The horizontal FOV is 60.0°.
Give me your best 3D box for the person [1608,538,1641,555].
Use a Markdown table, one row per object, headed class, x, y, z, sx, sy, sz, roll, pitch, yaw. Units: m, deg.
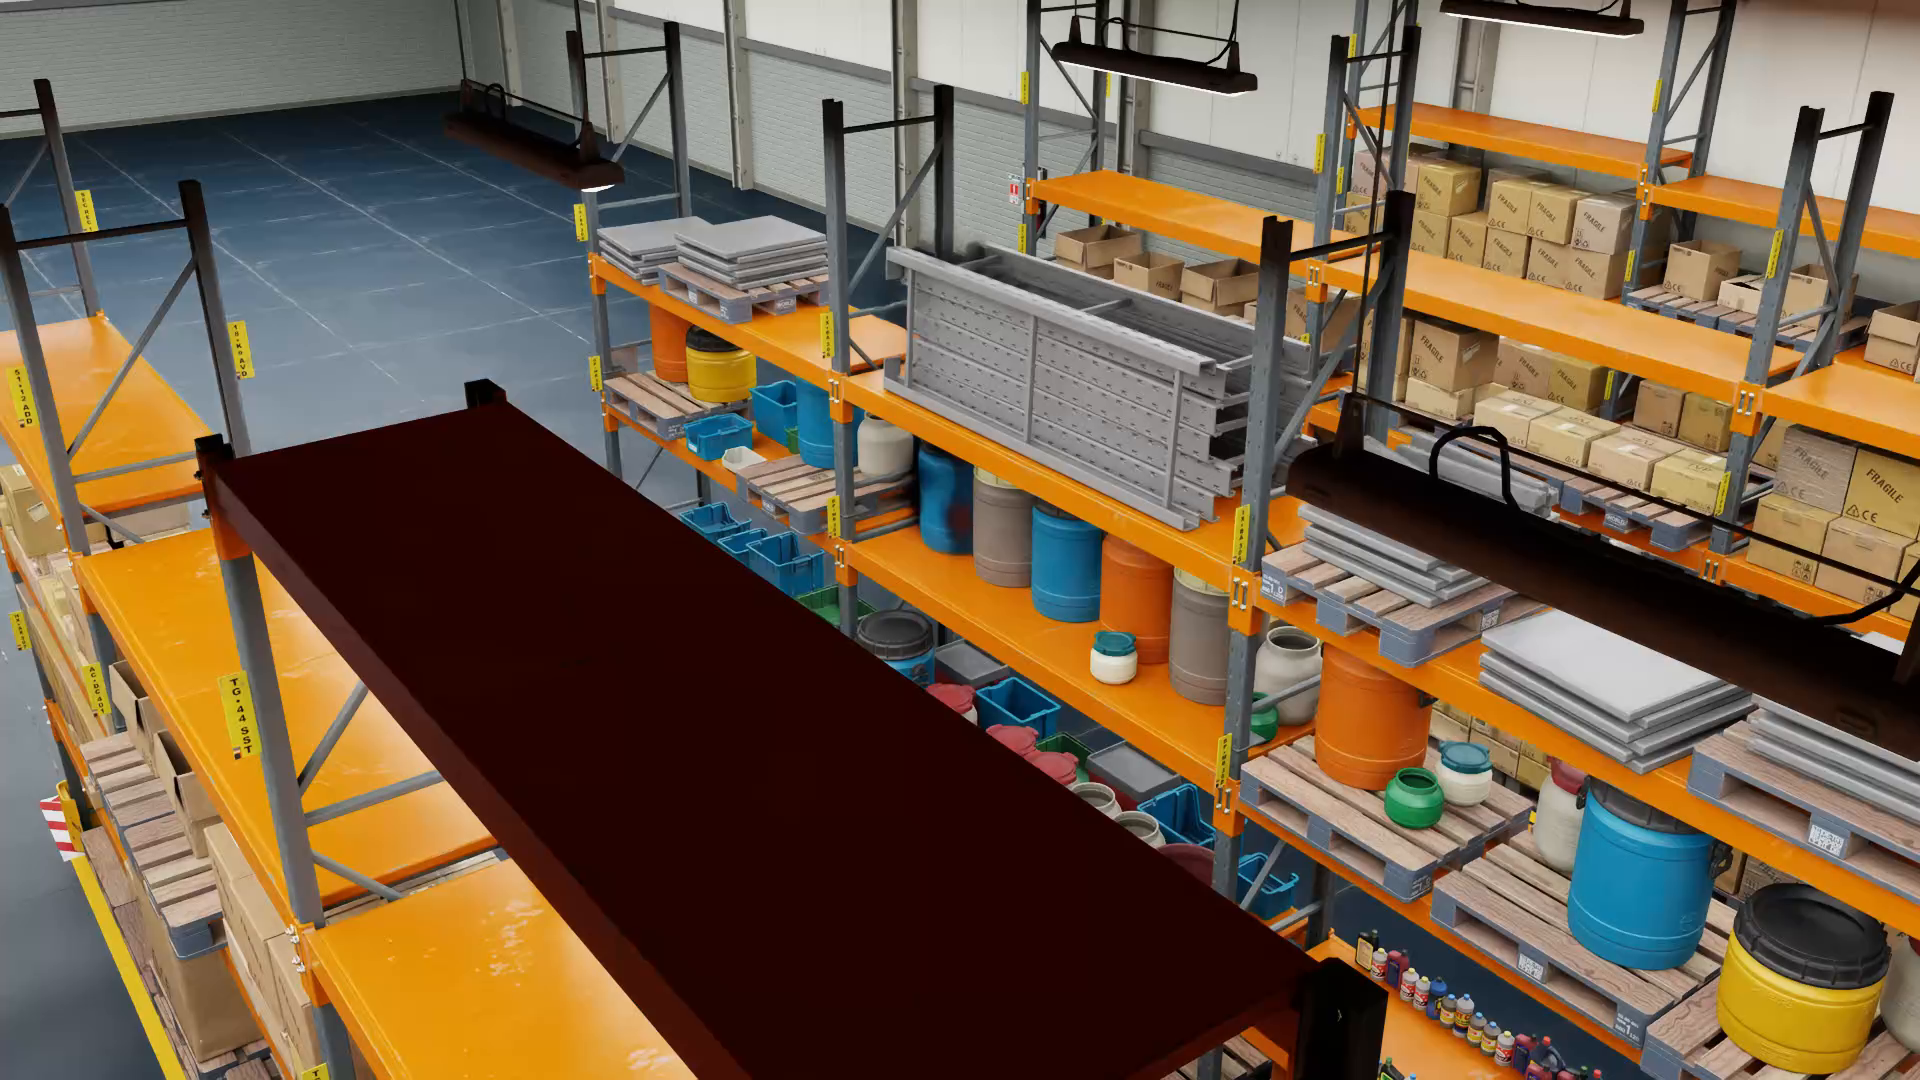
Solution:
| class | x | y | z | sx | sy | sz | roll | pitch | yaw |
| --- | --- | --- | --- | --- | --- | --- | --- | --- | --- |
| person | 6.133 | 0.761 | 15.329 | 0.643 | 1.719 | 0.714 | 20 | 31 | 36 |
